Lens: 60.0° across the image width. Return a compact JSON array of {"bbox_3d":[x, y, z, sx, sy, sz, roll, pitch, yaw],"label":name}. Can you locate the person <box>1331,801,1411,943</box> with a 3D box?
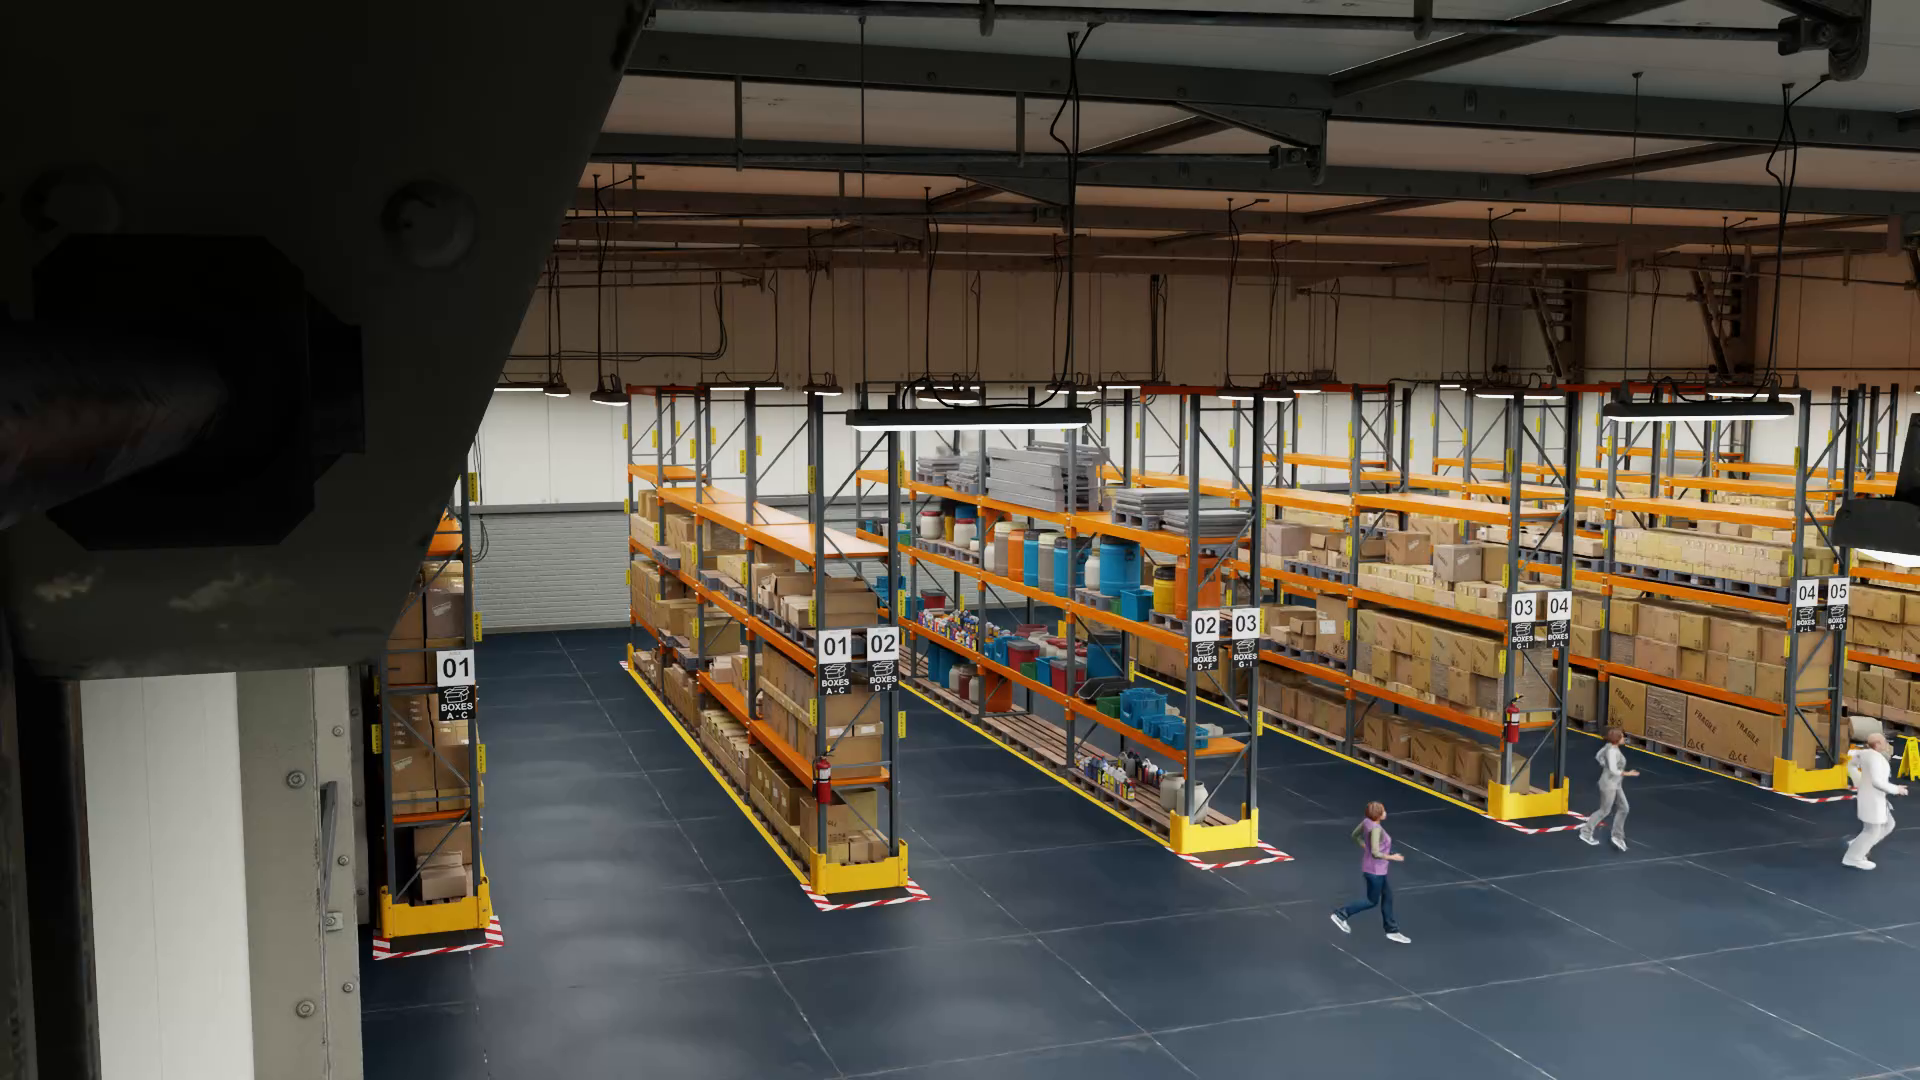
[{"bbox_3d":[4.536,3.660,18.310,0.877,1.583,0.553,1,6,7],"label":"person"}]

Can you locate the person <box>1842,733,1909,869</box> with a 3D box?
[{"bbox_3d":[11.552,3.296,20.976,0.678,1.754,0.710,2,6,19],"label":"person"}]

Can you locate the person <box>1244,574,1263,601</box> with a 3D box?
[{"bbox_3d":[6.546,1.609,37.628,0.607,1.742,0.792,-1,6,-9],"label":"person"}]

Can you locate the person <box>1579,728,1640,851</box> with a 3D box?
[{"bbox_3d":[8.564,3.287,21.908,0.706,1.659,0.556,3,7,25],"label":"person"}]
